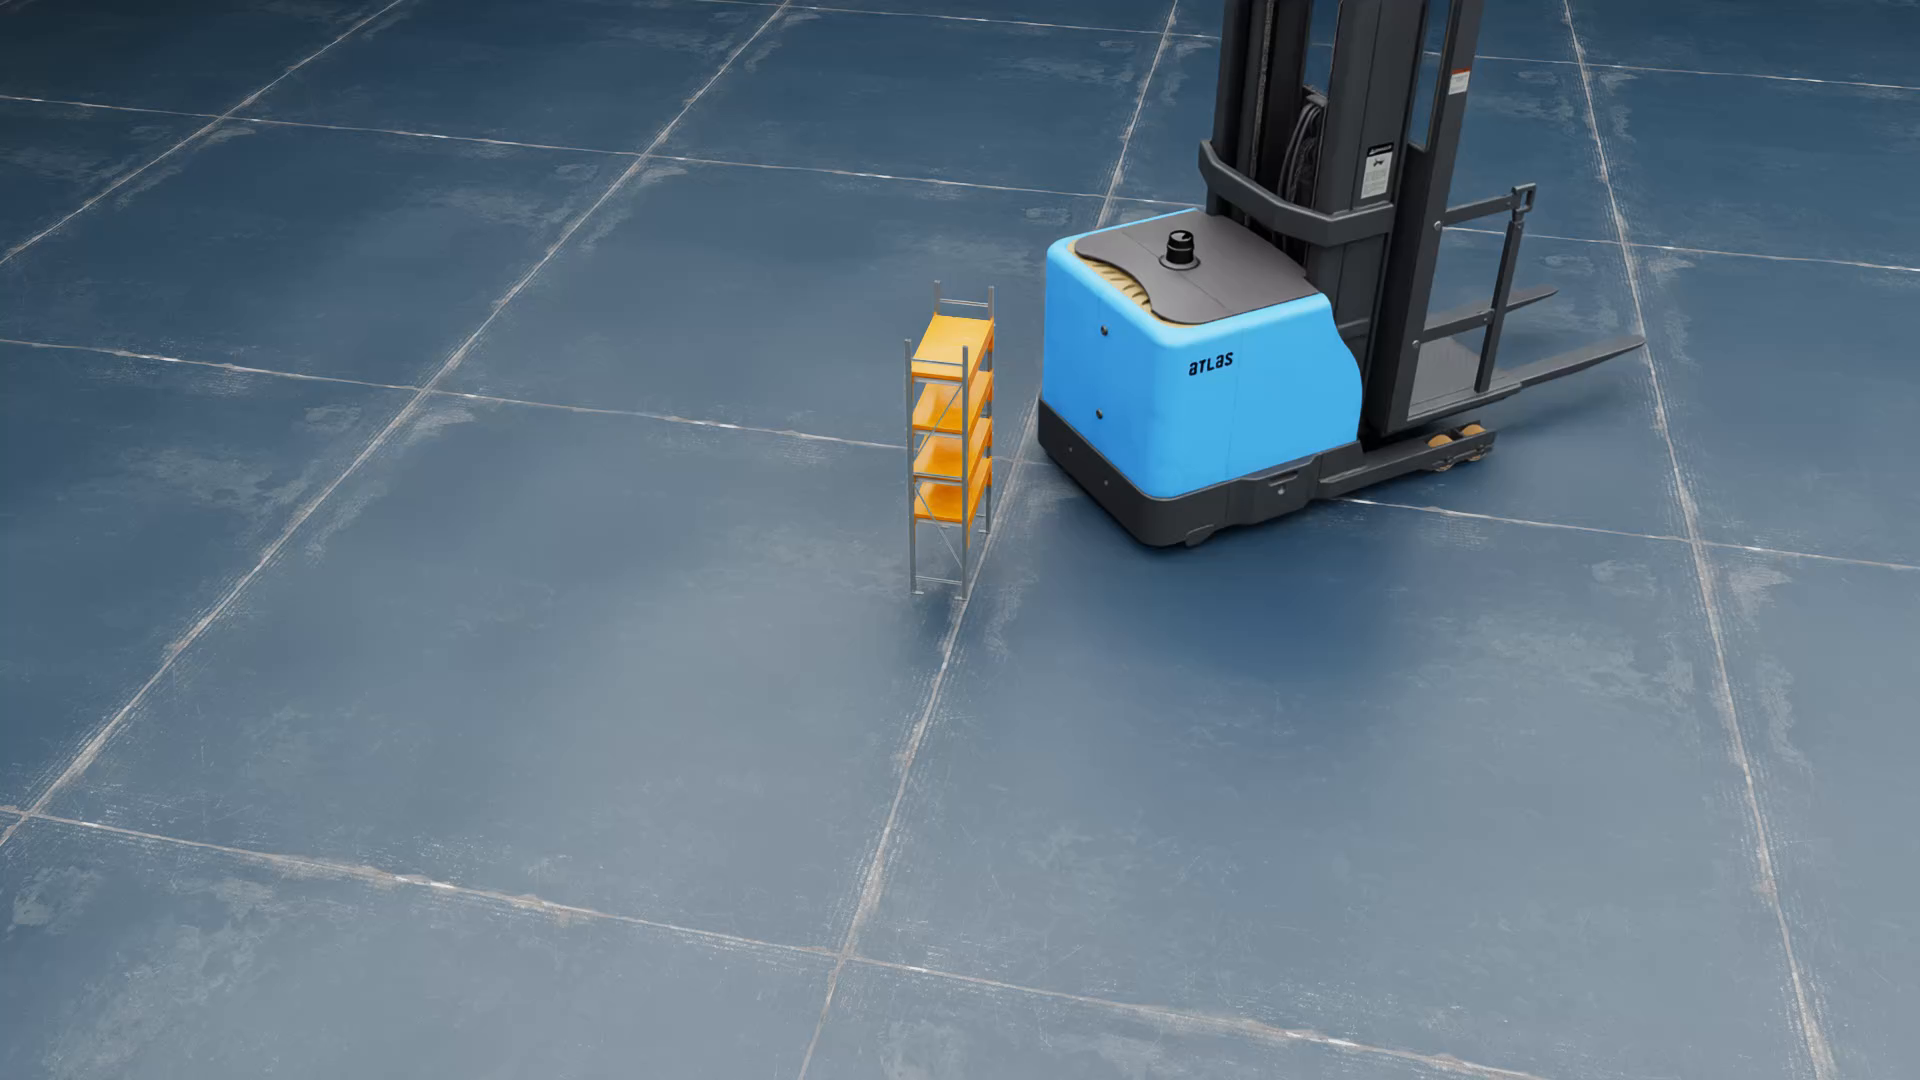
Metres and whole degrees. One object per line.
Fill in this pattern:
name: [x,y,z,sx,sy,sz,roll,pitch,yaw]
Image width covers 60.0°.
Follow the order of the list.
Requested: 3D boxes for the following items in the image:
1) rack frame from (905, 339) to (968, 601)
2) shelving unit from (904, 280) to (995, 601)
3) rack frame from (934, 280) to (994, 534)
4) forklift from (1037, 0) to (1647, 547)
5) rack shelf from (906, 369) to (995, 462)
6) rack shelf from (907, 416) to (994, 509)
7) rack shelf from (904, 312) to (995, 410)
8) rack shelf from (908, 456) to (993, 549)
rack frame: [-0.087,-0.251,6.574,0.240,1.200,0.015,7,37,10]
shelving unit: [-0.035,-0.391,6.767,0.258,1.200,0.503,7,37,10]
rack frame: [0.017,-0.531,6.960,0.240,1.200,0.015,7,37,10]
forklift: [1.911,-1.761,7.182,3.031,2.935,1.130,-17,39,-22]
rack shelf: [-0.035,-0.518,6.675,0.258,0.148,0.480,7,37,10]
rack shelf: [-0.035,-0.336,6.806,0.258,0.148,0.480,7,37,10]
rack shelf: [-0.035,-0.709,6.536,0.258,0.148,0.480,7,37,10]
rack shelf: [-0.035,-0.176,6.923,0.258,0.148,0.480,7,37,10]
